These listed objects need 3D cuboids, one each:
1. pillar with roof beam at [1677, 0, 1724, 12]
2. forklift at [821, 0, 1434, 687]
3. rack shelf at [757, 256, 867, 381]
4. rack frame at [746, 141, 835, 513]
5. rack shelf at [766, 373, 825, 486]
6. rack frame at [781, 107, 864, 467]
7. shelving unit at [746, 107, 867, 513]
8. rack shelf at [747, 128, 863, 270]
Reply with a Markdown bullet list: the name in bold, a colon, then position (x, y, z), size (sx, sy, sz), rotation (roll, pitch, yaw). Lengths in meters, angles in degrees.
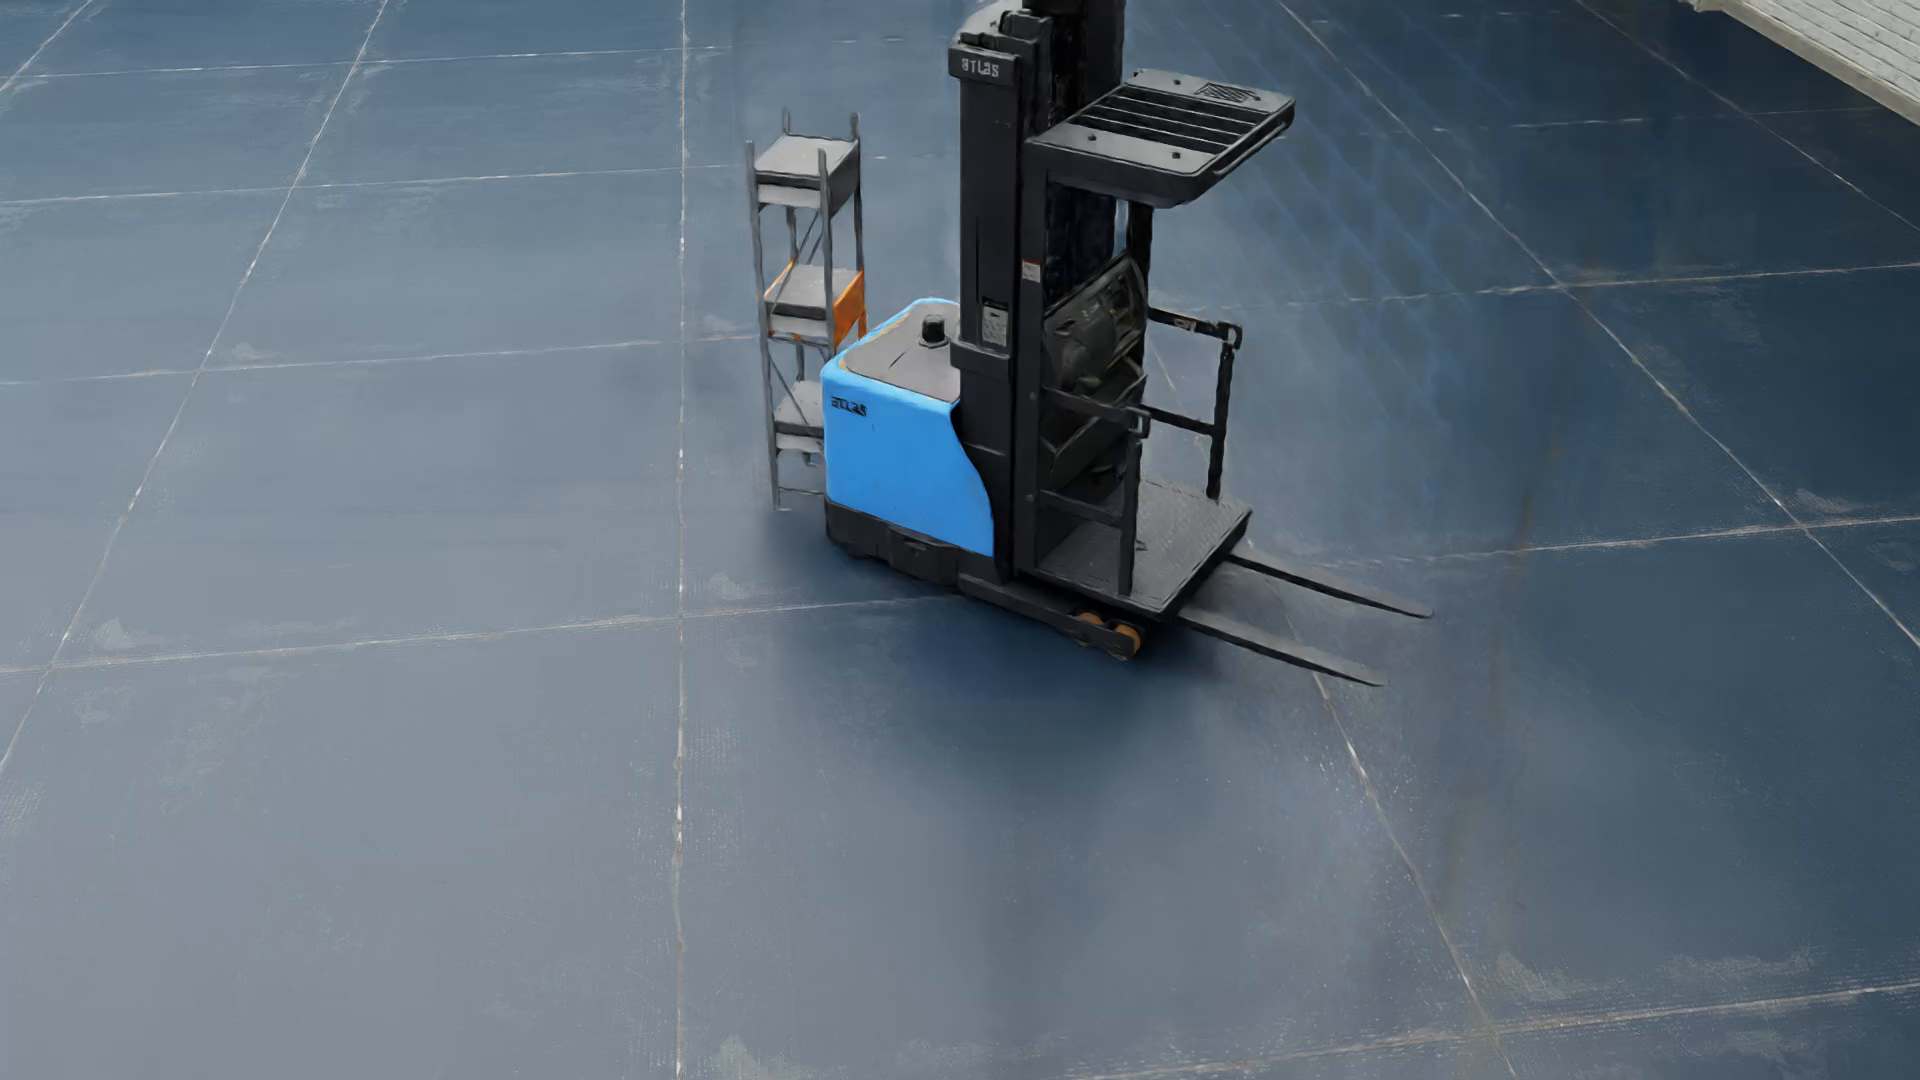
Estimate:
- **pillar with roof beam**: position (3.221, -8.799, 13.799), size (9.100, 9.000, 0.400), rotation (-4, 35, -6)
- **forklift**: position (0.814, -0.975, 7.706), size (3.031, 2.935, 1.130), rotation (19, 39, 26)
- **rack shelf**: position (-0.764, -1.126, 8.691), size (0.431, 0.518, 0.480), rotation (9, 35, 13)
- **rack frame**: position (-0.829, -1.005, 8.489), size (0.400, 2.100, 0.015), rotation (9, 35, 13)
- **rack shelf**: position (-0.764, -0.548, 9.085), size (0.431, 0.518, 0.480), rotation (9, 35, 13)
- **rack frame**: position (-0.699, -1.270, 8.878), size (0.400, 2.100, 0.015), rotation (9, 35, 13)
- **shelving unit**: position (-0.764, -1.138, 8.684), size (0.431, 2.100, 0.503), rotation (9, 35, 13)
- **rack shelf**: position (-0.764, -1.705, 8.297), size (0.431, 0.518, 0.480), rotation (9, 35, 13)
